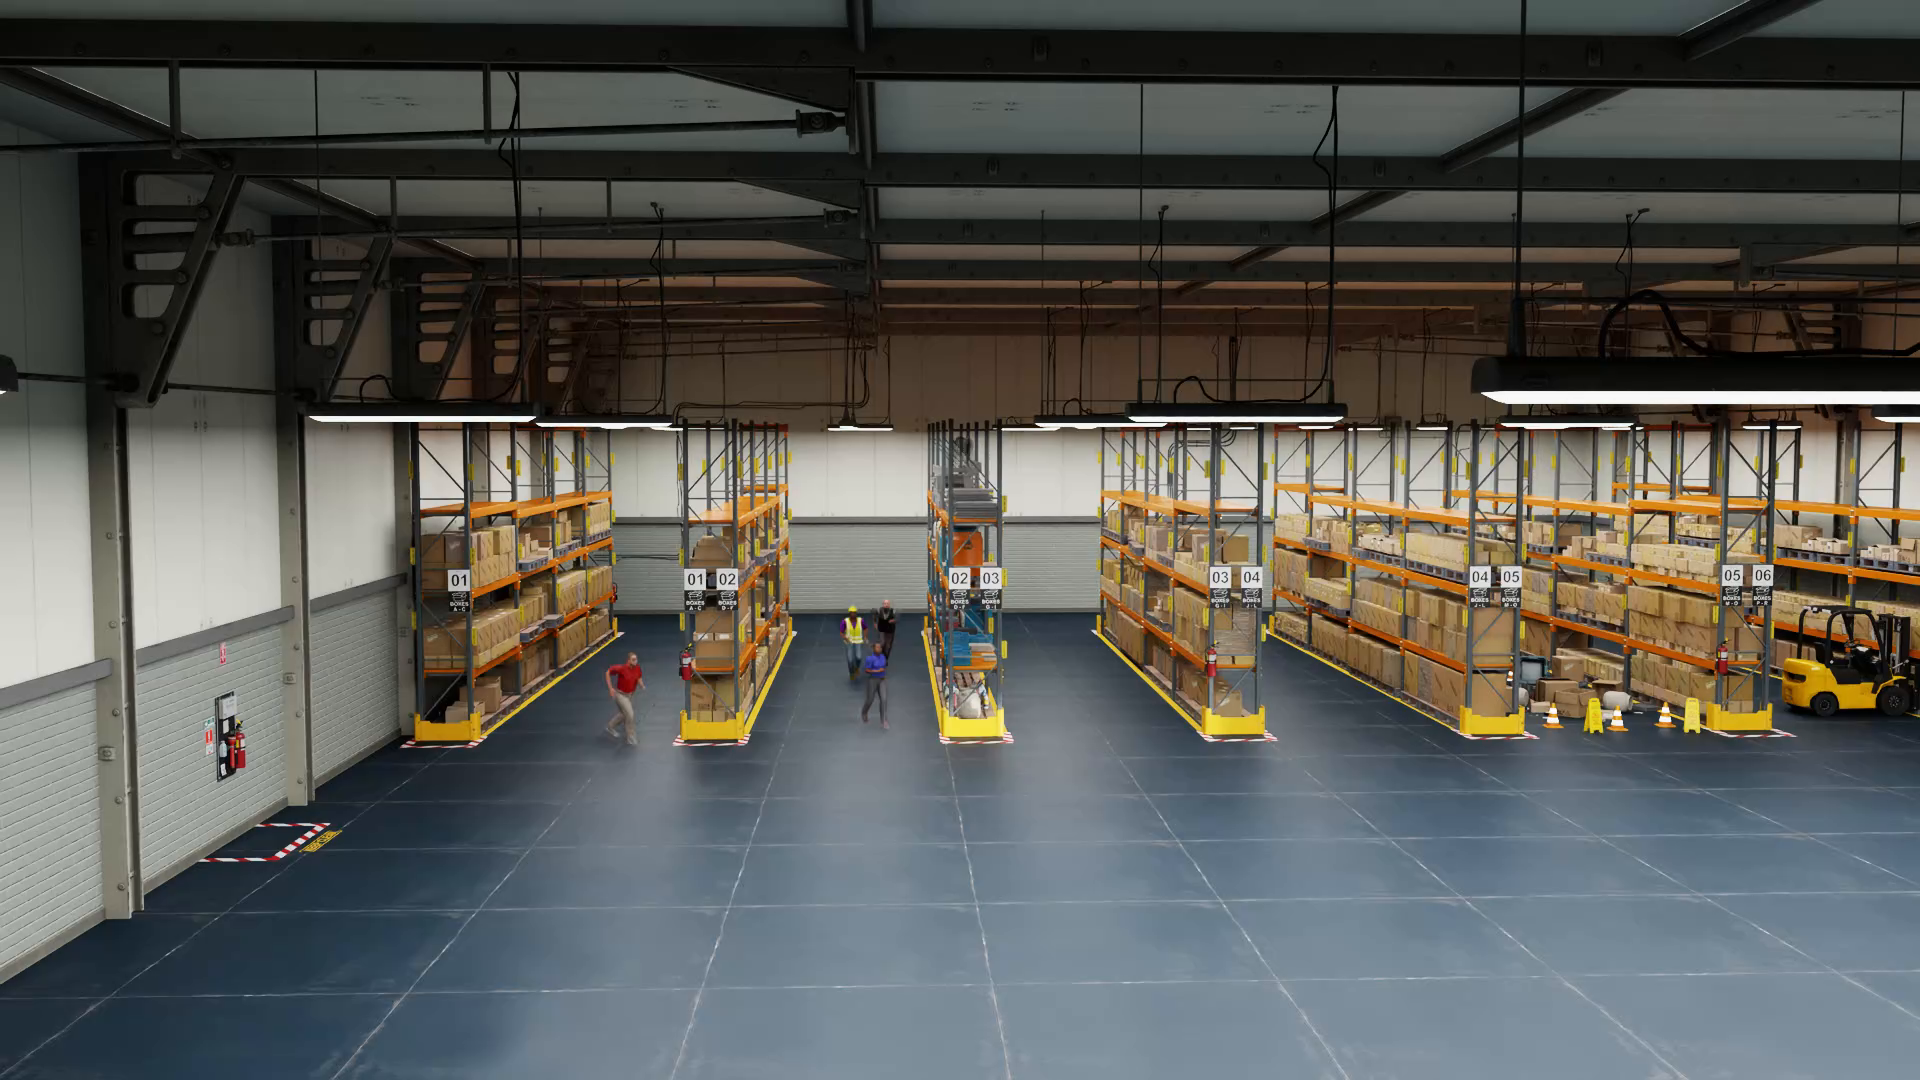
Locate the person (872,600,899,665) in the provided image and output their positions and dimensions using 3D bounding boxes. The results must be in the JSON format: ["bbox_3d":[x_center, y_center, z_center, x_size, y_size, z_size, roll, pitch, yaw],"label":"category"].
[{"bbox_3d":[-1.825,2.277,40.852,0.645,1.646,0.812,0,4,-7],"label":"person"}]

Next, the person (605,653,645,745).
[{"bbox_3d":[-6.255,2.950,30.803,0.959,1.761,0.702,3,4,35],"label":"person"}]

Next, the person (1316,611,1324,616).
[{"bbox_3d":[10.744,1.714,49.030,0.918,1.764,0.712,-1,4,-17],"label":"person"}]

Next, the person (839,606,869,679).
[{"bbox_3d":[-2.454,2.392,38.551,0.688,1.714,0.639,-1,4,-10],"label":"person"}]

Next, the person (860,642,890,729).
[{"bbox_3d":[-1.641,2.798,32.356,0.566,1.663,0.929,-2,4,-32],"label":"person"}]
